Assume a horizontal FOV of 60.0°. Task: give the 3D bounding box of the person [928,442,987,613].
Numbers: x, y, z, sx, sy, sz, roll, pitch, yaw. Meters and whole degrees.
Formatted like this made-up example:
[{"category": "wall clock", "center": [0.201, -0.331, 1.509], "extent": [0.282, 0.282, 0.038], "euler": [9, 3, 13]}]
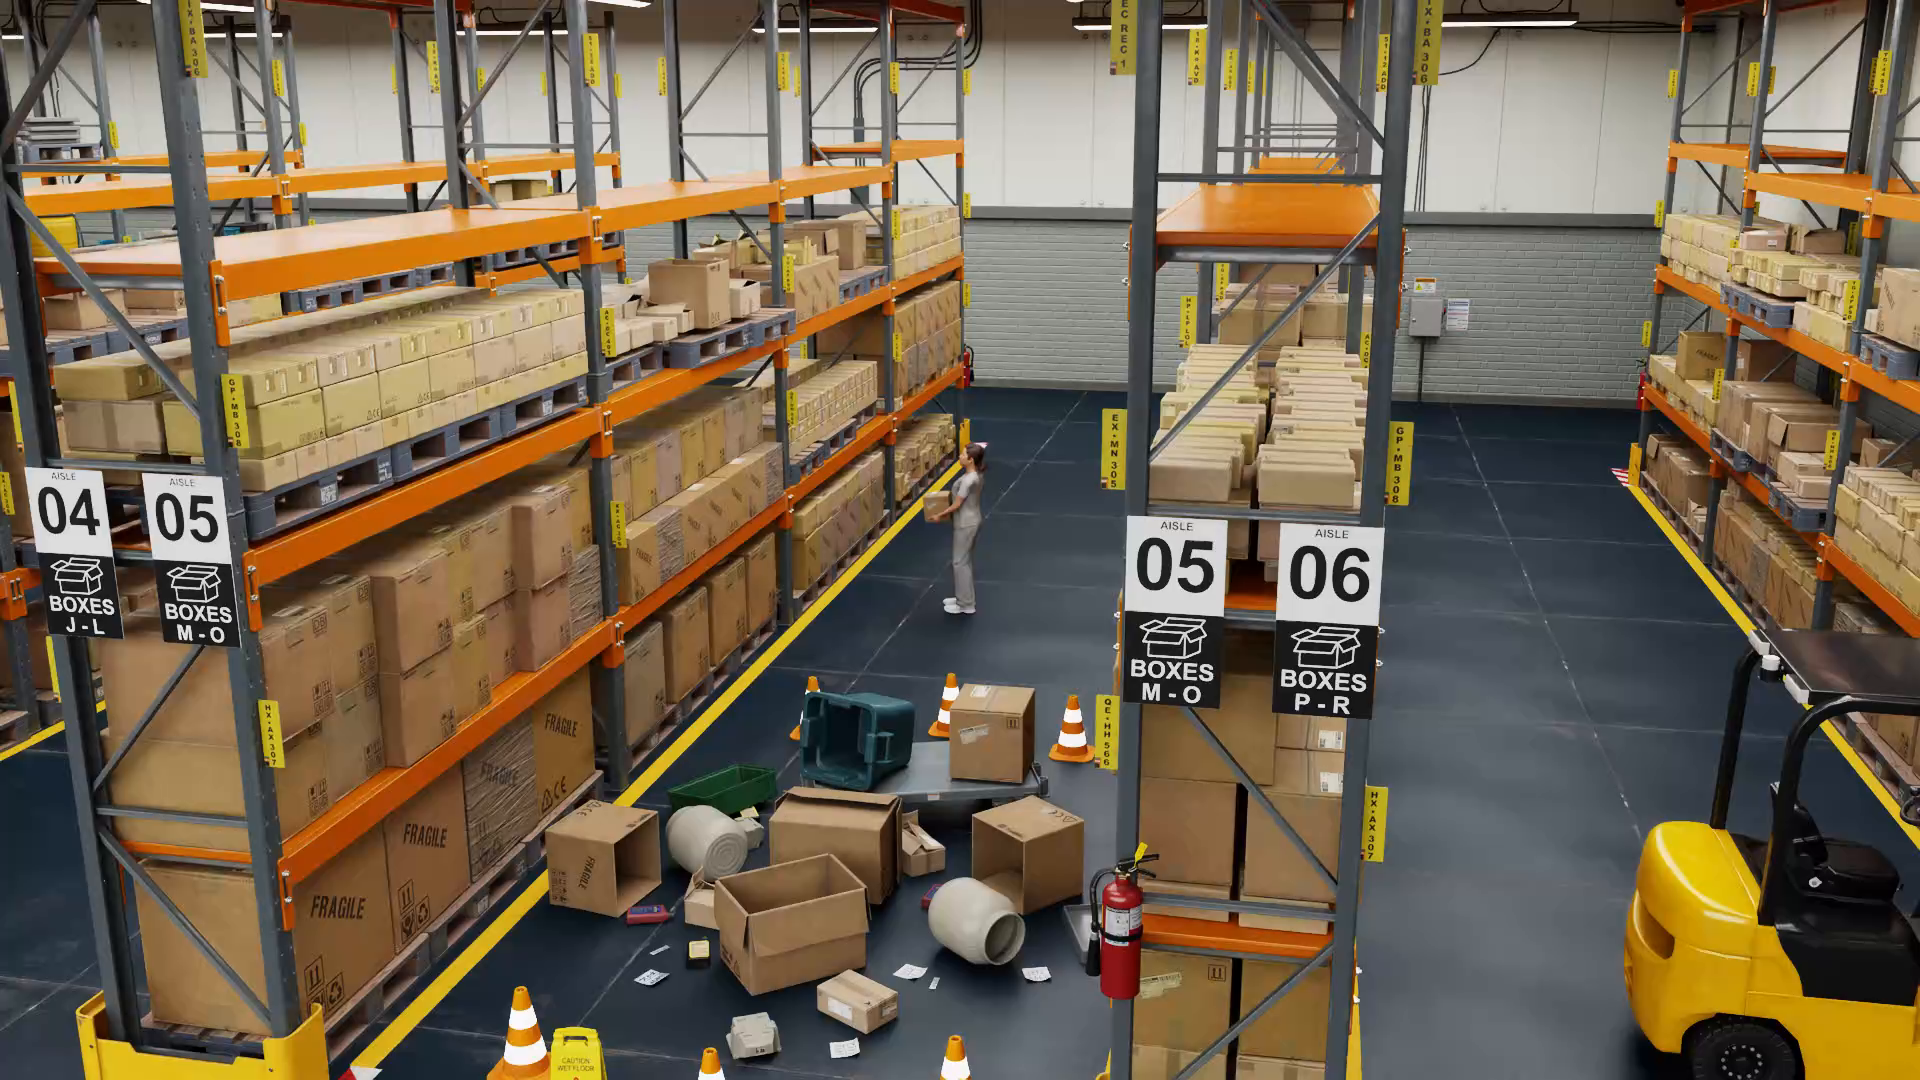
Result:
[{"category": "person", "center": [-0.012, -0.129, 16.024], "extent": [0.546, 1.663, 0.439], "euler": [3, 15, 11]}]
